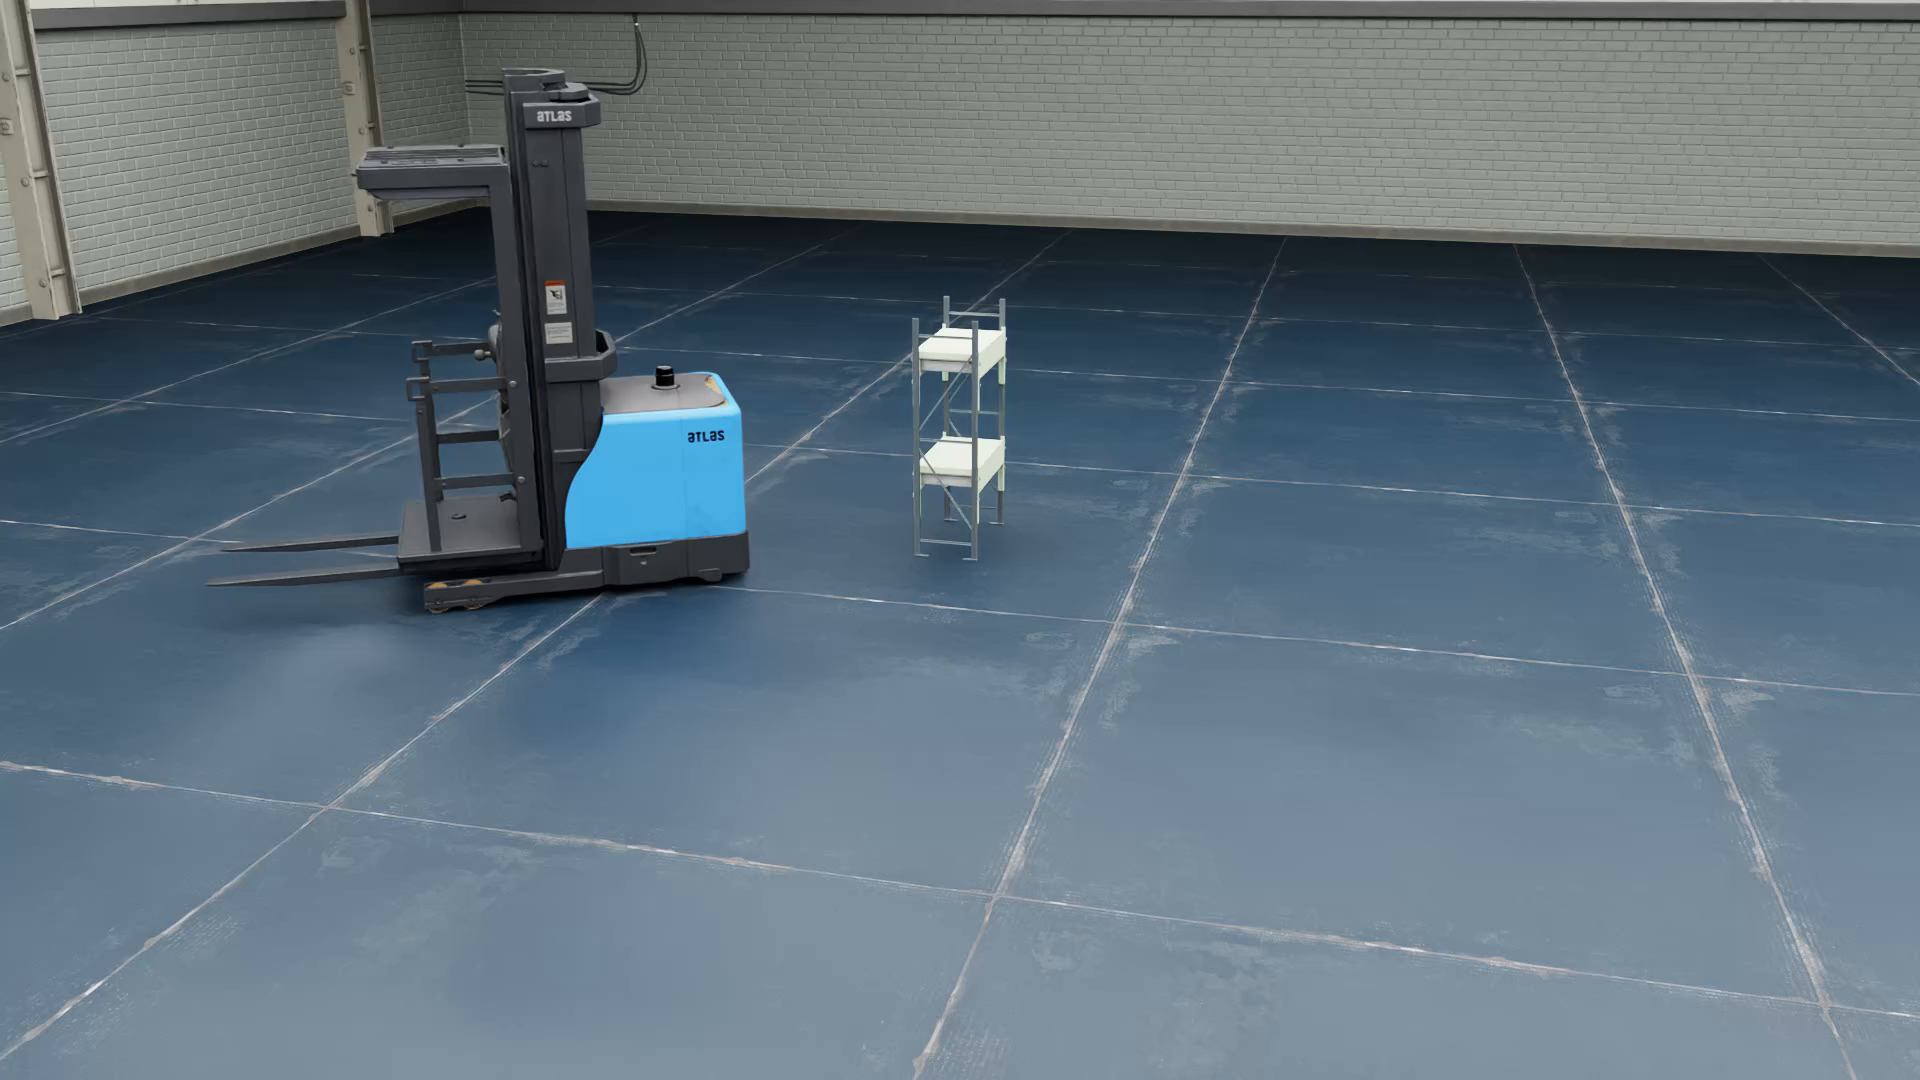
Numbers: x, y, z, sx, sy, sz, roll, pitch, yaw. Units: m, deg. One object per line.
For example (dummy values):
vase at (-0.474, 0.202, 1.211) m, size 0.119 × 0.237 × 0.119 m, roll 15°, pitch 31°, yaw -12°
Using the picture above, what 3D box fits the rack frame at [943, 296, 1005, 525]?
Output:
rack frame at (0.091, -0.827, 10.787) m, size 0.400 × 1.500 × 0.023 m, roll 5°, pitch 19°, yaw 13°

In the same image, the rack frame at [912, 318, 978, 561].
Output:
rack frame at (-0.088, -0.597, 10.115) m, size 0.400 × 1.500 × 0.023 m, roll 5°, pitch 19°, yaw 13°

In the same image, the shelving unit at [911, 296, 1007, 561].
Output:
shelving unit at (0.002, -0.712, 10.451) m, size 0.431 × 1.500 × 0.755 m, roll 5°, pitch 19°, yaw 13°

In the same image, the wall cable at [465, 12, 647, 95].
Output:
wall cable at (-6.131, -7.877, 24.630) m, size 3.097 × 2.526 × 0.112 m, roll 5°, pitch 19°, yaw 13°

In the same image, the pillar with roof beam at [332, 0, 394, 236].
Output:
pillar with roof beam at (-3.959, -8.187, 20.735) m, size 9.100 × 9.000 × 0.400 m, roll 5°, pitch 19°, yaw 13°

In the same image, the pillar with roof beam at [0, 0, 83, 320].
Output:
pillar with roof beam at (-5.425, -6.307, 15.230) m, size 9.100 × 9.000 × 0.400 m, roll 5°, pitch 19°, yaw 13°

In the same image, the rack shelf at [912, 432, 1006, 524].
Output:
rack shelf at (0.002, -0.403, 10.557) m, size 0.431 × 0.370 × 0.720 m, roll 5°, pitch 19°, yaw 13°

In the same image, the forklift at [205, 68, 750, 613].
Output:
forklift at (-2.838, -1.162, 9.556) m, size 3.031 × 2.935 × 1.130 m, roll -5°, pitch 20°, yaw -15°

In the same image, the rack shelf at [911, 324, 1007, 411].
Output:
rack shelf at (0.002, -1.081, 10.325) m, size 0.431 × 0.370 × 0.720 m, roll 5°, pitch 19°, yaw 13°
